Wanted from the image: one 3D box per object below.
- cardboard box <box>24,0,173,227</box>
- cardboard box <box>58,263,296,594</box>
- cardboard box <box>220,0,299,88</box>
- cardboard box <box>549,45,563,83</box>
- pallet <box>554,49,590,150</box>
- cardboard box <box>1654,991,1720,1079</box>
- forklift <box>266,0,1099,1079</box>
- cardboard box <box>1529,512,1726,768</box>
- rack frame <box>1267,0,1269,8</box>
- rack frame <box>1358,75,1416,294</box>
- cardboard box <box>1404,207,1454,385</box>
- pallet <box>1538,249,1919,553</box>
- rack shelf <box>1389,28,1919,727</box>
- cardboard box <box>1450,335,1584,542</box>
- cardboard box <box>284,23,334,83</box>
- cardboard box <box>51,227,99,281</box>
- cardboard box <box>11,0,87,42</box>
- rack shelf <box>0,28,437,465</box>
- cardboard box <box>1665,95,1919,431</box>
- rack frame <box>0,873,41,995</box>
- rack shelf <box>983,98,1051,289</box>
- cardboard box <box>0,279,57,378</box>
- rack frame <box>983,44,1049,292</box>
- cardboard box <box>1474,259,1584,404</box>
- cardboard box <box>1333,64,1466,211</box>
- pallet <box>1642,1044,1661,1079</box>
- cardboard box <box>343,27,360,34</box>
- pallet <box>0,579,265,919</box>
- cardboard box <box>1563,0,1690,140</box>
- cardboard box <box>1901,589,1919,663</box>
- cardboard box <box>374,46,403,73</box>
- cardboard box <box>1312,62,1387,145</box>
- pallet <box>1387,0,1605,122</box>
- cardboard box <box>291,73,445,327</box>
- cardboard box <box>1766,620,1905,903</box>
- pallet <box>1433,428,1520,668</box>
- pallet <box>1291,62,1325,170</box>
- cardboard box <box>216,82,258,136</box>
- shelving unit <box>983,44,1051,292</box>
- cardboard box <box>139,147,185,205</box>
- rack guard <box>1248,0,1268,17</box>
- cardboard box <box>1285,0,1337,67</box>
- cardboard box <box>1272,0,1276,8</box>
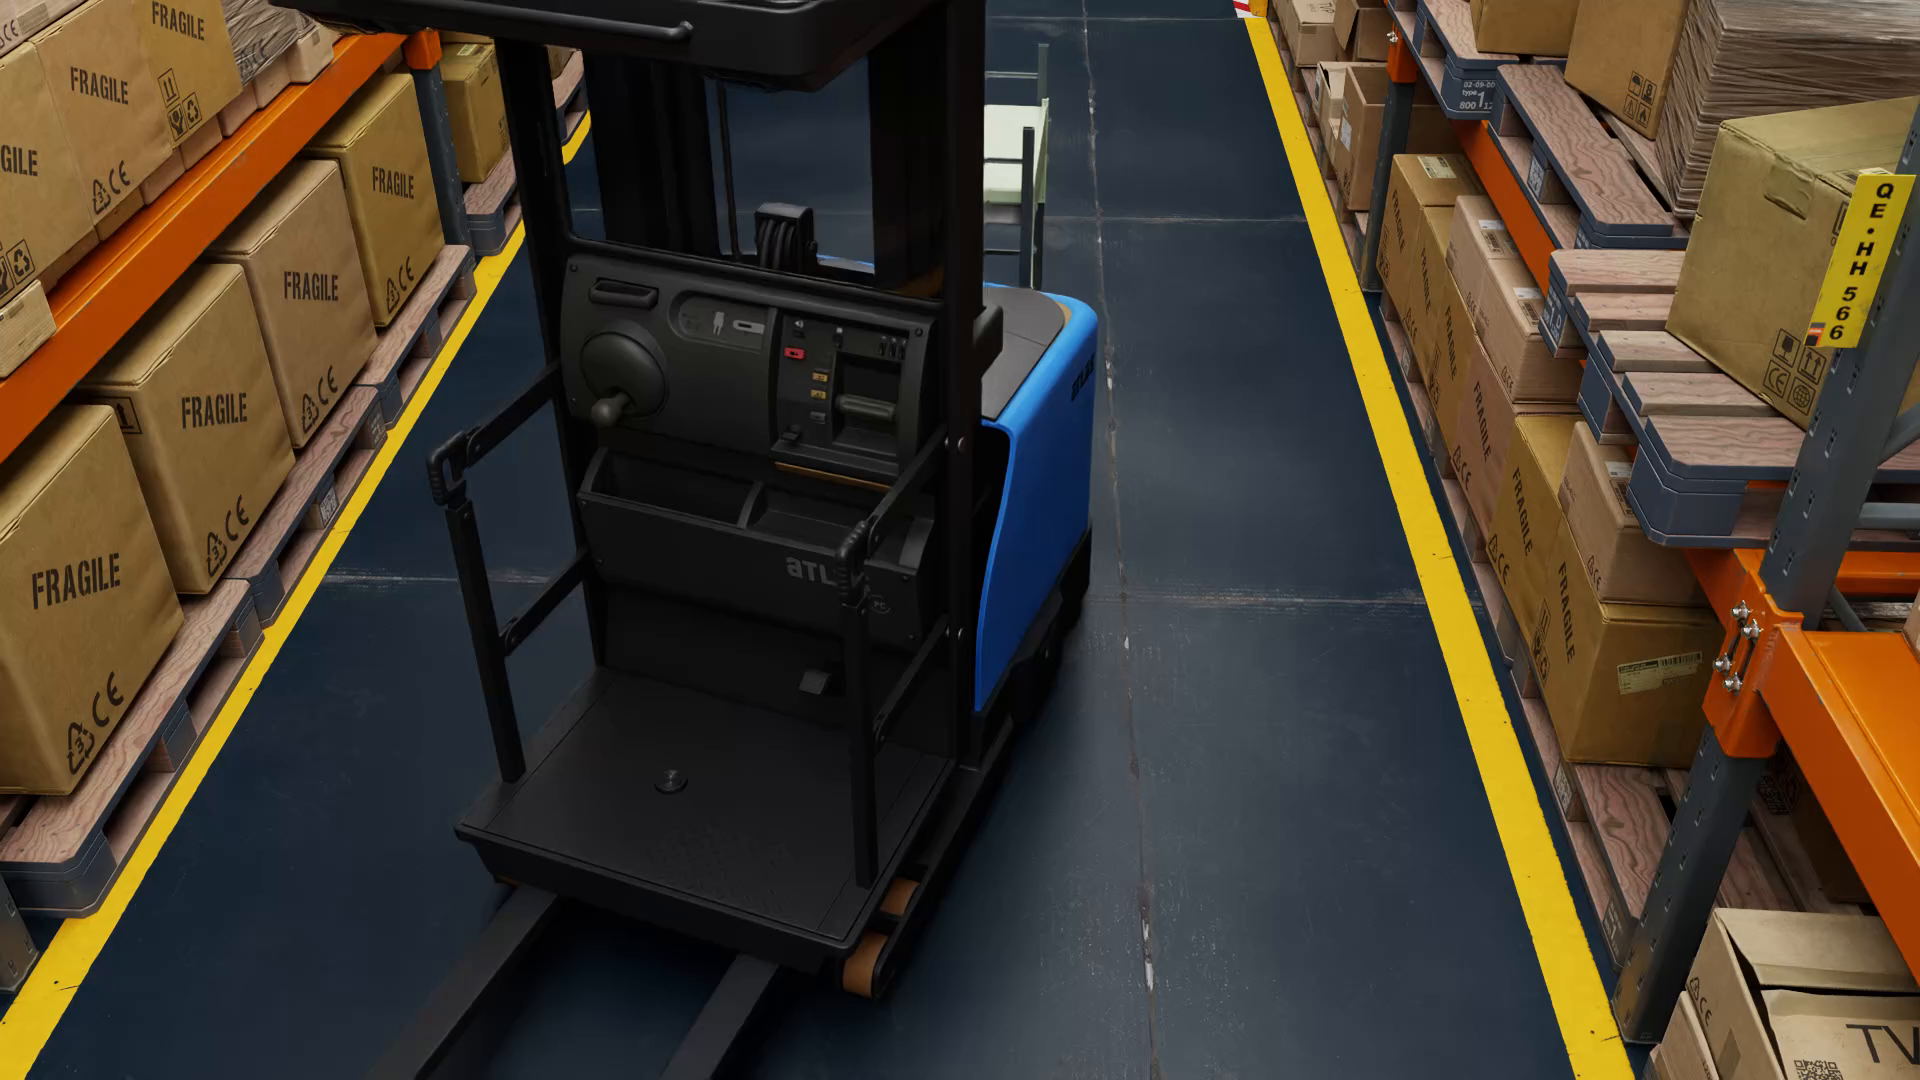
[{"bbox_3d":[-2.519,-1.173,4.447,0.500,0.500,0.500,1,35,2],"label":"cardboard box"},{"bbox_3d":[-2.644,-0.358,5.155,0.750,0.750,0.750,1,35,2],"label":"cardboard box"},{"bbox_3d":[-2.491,-1.759,5.282,0.500,0.500,0.500,1,35,2],"label":"cardboard box"},{"bbox_3d":[-2.507,-2.601,8.651,0.700,0.500,0.500,2,35,3],"label":"cardboard box"},{"bbox_3d":[-2.530,-2.438,9.036,1.003,0.211,1.213,1,35,2],"label":"pallet"},{"bbox_3d":[1.789,1.216,3.437,0.500,0.250,0.500,1,35,2],"label":"cardboard box"},{"bbox_3d":[-0.586,-0.338,3.682,1.130,2.935,3.031,13,37,17],"label":"forklift"},{"bbox_3d":[1.907,0.269,4.550,0.500,0.500,0.500,3,35,4],"label":"cardboard box"},{"bbox_3d":[2.425,-4.627,9.725,1.000,3.000,0.127,1,35,2],"label":"rack frame"},{"bbox_3d":[2.264,-2.329,6.455,1.000,3.000,0.127,1,35,2],"label":"rack frame"},{"bbox_3d":[1.991,-0.907,6.224,0.500,0.500,0.500,2,35,3],"label":"cardboard box"},{"bbox_3d":[2.061,-0.344,3.797,1.213,0.211,1.003,1,35,2],"label":"pallet"},{"bbox_3d":[2.184,-0.886,5.027,1.077,0.370,4.000,1,35,2],"label":"rack shelf"},{"bbox_3d":[1.943,-0.330,5.402,0.500,0.500,0.500,0,35,0],"label":"cardboard box"},{"bbox_3d":[-2.410,-1.700,5.761,0.380,0.149,0.250,1,35,2],"label":"cardboard box"},{"bbox_3d":[-2.599,-0.824,4.515,0.380,0.149,0.250,2,35,3],"label":"cardboard box"},{"bbox_3d":[-2.533,-1.472,4.220,0.500,0.250,0.500,2,35,2],"label":"cardboard box"},{"bbox_3d":[-2.766,-0.998,5.187,1.077,0.370,4.000,1,35,2],"label":"rack shelf"},{"bbox_3d":[2.016,-0.608,3.554,0.700,0.500,0.500,-10,36,-14],"label":"cardboard box"},{"bbox_3d":[-2.846,-0.143,3.345,1.000,3.000,0.127,1,35,2],"label":"rack frame"},{"bbox_3d":[0.056,-1.129,5.373,0.431,0.370,0.720,3,35,5],"label":"rack shelf"},{"bbox_3d":[-2.487,-0.528,4.093,0.380,0.149,0.250,2,35,3],"label":"cardboard box"},{"bbox_3d":[0.092,-1.019,5.896,0.400,1.500,0.023,3,35,5],"label":"rack frame"},{"bbox_3d":[1.942,-0.658,5.217,0.500,0.250,0.500,1,35,1],"label":"cardboard box"},{"bbox_3d":[2.004,-1.820,7.523,0.500,0.500,0.500,1,35,2],"label":"cardboard box"},{"bbox_3d":[2.032,1.582,3.315,1.003,0.211,1.213,1,35,2],"label":"pallet"},{"bbox_3d":[-2.403,-2.000,6.189,0.380,0.149,0.250,2,35,3],"label":"cardboard box"},{"bbox_3d":[-2.739,0.546,4.789,1.003,0.211,1.213,1,35,2],"label":"pallet"},{"bbox_3d":[2.255,-1.525,4.860,0.700,0.500,0.500,-7,36,-10],"label":"cardboard box"},{"bbox_3d":[2.046,0.213,2.915,0.500,0.311,0.500,3,35,5],"label":"cardboard box"},{"bbox_3d":[-2.757,-2.204,7.523,0.380,0.149,0.250,1,35,2],"label":"cardboard box"},{"bbox_3d":[2.034,-2.174,8.190,0.500,0.311,0.500,1,35,2],"label":"cardboard box"},{"bbox_3d":[2.123,-1.794,5.861,1.003,0.211,1.213,1,35,2],"label":"pallet"},{"bbox_3d":[-2.582,-1.357,6.577,0.750,0.750,0.750,2,35,2],"label":"cardboard box"},{"bbox_3d":[2.408,0.557,4.140,0.500,0.500,0.500,3,35,4],"label":"cardboard box"},{"bbox_3d":[2.223,-0.017,5.591,1.003,0.211,1.213,1,35,2],"label":"pallet"},{"bbox_3d":[2.339,-2.285,8.819,1.003,0.211,1.213,1,35,2],"label":"pallet"},{"bbox_3d":[-2.511,-1.417,5.359,0.380,0.149,0.250,0,35,1],"label":"cardboard box"},{"bbox_3d":[0.056,-0.810,5.598,0.431,1.500,0.755,3,35,5],"label":"shelving unit"},{"bbox_3d":[-2.551,-1.114,4.927,0.380,0.149,0.250,2,35,2],"label":"cardboard box"},{"bbox_3d":[2.422,-3.561,10.382,1.175,0.500,0.348,1,35,2],"label":"rack guard"},{"bbox_3d":[2.080,-2.802,9.137,0.500,0.250,0.500,1,35,2],"label":"cardboard box"},{"bbox_3d":[2.055,-3.272,9.878,0.380,0.166,0.250,1,35,2],"label":"cardboard box"}]
